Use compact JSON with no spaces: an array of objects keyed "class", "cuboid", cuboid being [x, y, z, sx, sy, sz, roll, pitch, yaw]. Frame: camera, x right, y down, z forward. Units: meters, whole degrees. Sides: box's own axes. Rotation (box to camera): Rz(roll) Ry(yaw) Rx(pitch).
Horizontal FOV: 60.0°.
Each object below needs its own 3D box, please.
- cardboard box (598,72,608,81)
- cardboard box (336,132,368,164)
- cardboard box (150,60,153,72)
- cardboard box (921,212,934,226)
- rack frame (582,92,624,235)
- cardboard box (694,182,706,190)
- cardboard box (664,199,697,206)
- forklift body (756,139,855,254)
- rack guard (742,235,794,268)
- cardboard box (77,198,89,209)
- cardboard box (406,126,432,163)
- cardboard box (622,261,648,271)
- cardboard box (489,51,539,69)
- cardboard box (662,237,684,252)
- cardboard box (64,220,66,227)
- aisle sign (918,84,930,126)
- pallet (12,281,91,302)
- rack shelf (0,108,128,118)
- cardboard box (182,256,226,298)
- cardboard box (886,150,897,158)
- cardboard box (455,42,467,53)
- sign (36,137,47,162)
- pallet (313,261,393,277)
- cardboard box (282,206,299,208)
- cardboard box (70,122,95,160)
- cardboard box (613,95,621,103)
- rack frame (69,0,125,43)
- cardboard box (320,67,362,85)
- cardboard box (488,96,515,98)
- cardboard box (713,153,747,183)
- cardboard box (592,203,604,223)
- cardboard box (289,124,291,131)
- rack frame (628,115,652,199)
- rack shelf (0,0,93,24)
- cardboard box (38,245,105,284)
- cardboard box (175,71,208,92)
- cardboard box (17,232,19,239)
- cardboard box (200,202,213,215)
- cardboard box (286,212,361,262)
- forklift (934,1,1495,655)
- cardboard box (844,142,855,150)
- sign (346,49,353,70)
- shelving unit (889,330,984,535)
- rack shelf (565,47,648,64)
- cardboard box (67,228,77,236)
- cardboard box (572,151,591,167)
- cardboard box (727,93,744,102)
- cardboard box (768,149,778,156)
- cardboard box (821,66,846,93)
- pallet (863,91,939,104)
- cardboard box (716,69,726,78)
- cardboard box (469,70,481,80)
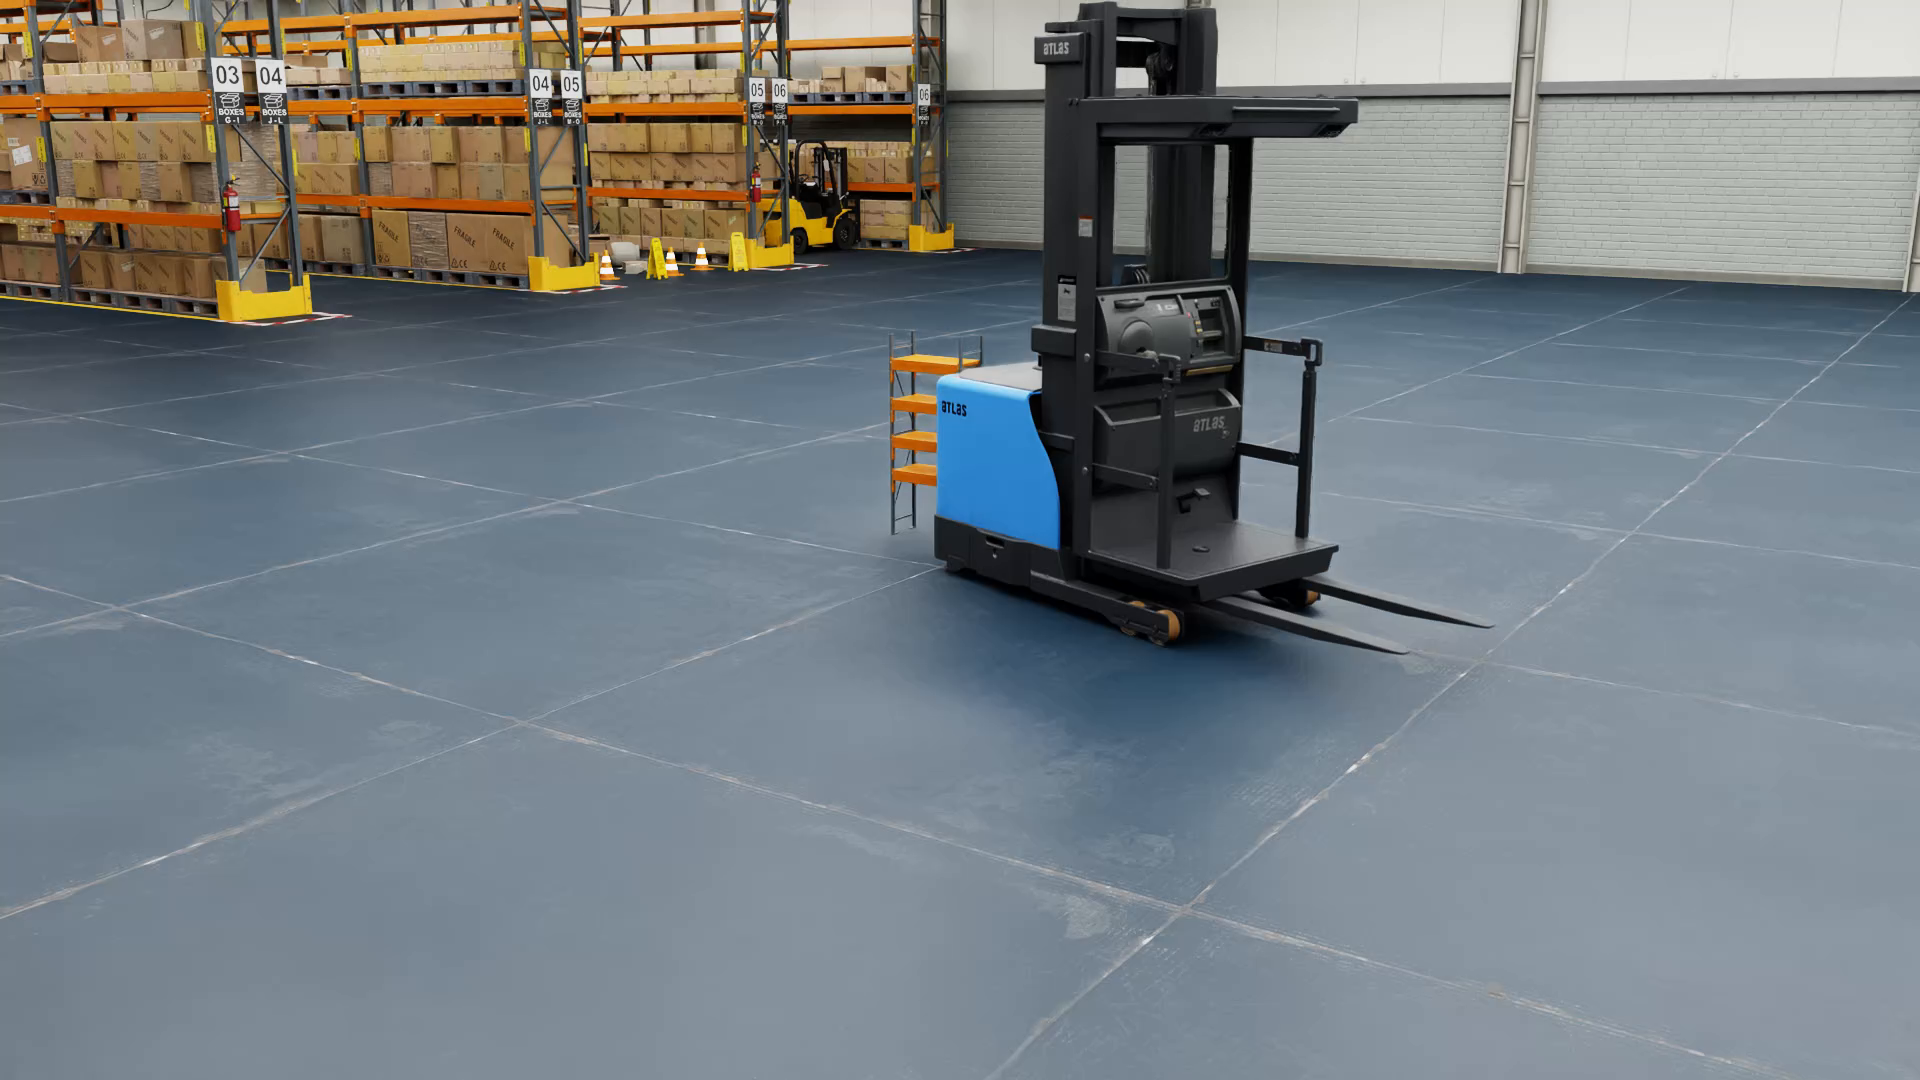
[{"class":"cardboard box","cuboid":[-6.365,-8.427,30.245,0.250,0.149,0.380,10,17,34]},{"class":"cardboard box","cuboid":[-9.770,-6.441,27.312,0.500,0.500,0.700,9,16,32]},{"class":"cardboard box","cuboid":[-10.088,-6.042,21.228,0.250,0.149,0.380,9,17,33]},{"class":"cardboard box","cuboid":[-0.864,-6.512,33.697,0.500,0.250,0.500,10,17,34]},{"class":"rack frame","cuboid":[-6.676,-6.842,31.222,0.127,3.000,1.000,9,17,33]},{"class":"cardboard box","cuboid":[-4.490,-6.271,29.434,0.250,0.149,0.380,10,17,34]},{"class":"cardboard box","cuboid":[-6.171,-7.248,36.927,0.625,0.625,0.875,10,17,35]},{"class":"forklift body","cuboid":[-3.181,-6.775,32.715,1.214,2.155,2.313,9,17,33]},{"class":"rack guard","cuboid":[-3.420,-5.103,29.396,0.348,0.500,1.175,9,17,33]},{"class":"cardboard box","cuboid":[-11.773,-4.592,22.652,0.250,0.149,0.380,9,17,33]},{"class":"cardboard box","cuboid":[-8.175,-6.232,26.197,0.550,0.550,0.875,9,17,33]},{"class":"cardboard box","cuboid":[-5.571,-4.695,28.480,0.380,0.149,0.250,-7,15,-25]},{"class":"cardboard box","cuboid":[-6.598,-7.095,24.612,0.500,0.250,0.500,9,17,34]},{"class":"cardboard box","cuboid":[-5.040,-5.370,30.122,0.500,0.250,0.500,8,16,31]},{"class":"cardboard box","cuboid":[-17.326,-6.146,32.229,0.250,0.149,0.380,8,16,30]},{"class":"aisle sign","cuboid":[-0.699,-8.491,32.470,0.004,0.787,0.394,9,17,33]},{"class":"pallet","cuboid":[-12.854,-3.617,23.995,1.213,0.211,1.003,9,17,33]},{"class":"rack shelf","cuboid":[-17.652,-8.290,32.323,4.000,0.370,1.077,9,17,33]},{"class":"cardboard box","cuboid":[-9.912,-3.481,21.971,0.500,0.500,0.500,-12,18,-39]},{"class":"cardboard box","cuboid":[-1.262,-7.679,33.041,0.250,0.149,0.380,9,17,34]},{"class":"cardboard box","cuboid":[-7.346,-7.393,24.984,0.250,0.149,0.380,9,17,33]},{"class":"sign","cuboid":[-12.514,-5.317,22.651,0.005,0.325,0.100,9,17,33]},{"class":"pallet","cuboid":[-10.037,-4.577,27.872,1.213,0.211,1.003,9,17,33]},{"class":"cardboard box","cuboid":[-15.266,-7.222,37.214,0.875,0.438,0.875,10,17,34]},{"class":"cardboard box","cuboid":[-11.559,-5.367,22.353,0.500,0.500,0.500,9,17,33]},{"class":"cardboard box","cuboid":[-6.101,-8.028,30.293,0.250,0.149,0.380,9,17,33]},{"class":"rack frame","cuboid":[-15.993,-9.827,30.793,0.127,3.000,1.000,9,17,33]},{"class":"cardboard box","cuboid":[-10.030,-7.540,27.029,0.500,0.250,0.500,9,17,33]},{"class":"cardboard box","cuboid":[-8.713,-8.686,32.212,0.637,0.503,0.797,9,17,33]},{"class":"cardboard box","cuboid":[-3.961,-6.517,29.079,0.500,0.500,0.500,9,16,32]},{"class":"cardboard box","cuboid":[-8.108,-7.443,37.974,0.500,0.500,0.500,9,16,32]},{"class":"cardboard box","cuboid":[-14.327,-8.865,35.752,0.250,0.149,0.380,9,17,32]},{"class":"rack frame","cuboid":[-7.228,-8.369,37.389,0.127,3.000,1.000,9,17,33]},{"class":"rack shelf","cuboid":[-13.866,-7.503,23.737,4.000,0.370,1.077,9,17,33]},{"class":"cardboard box","cuboid":[-12.704,-3.953,23.837,0.500,0.500,0.700,8,16,29]},{"class":"cardboard box","cuboid":[-9.429,-5.727,20.787,0.500,0.250,0.500,10,17,34]},{"class":"cardboard box","cuboid":[-18.583,-6.086,33.226,0.250,0.149,0.380,9,17,33]},{"class":"cardboard box","cuboid":[-9.446,-4.239,21.227,0.250,0.149,0.380,9,17,33]},{"class":"cardboard box","cuboid":[-10.718,-5.149,28.189,0.750,0.750,1.050,9,17,33]},{"class":"forklift","cuboid":[1.171,-1.064,8.022,1.130,2.935,3.031,-11,18,-37]},{"class":"cardboard box","cuboid":[-2.120,-7.961,33.564,0.250,0.149,0.380,10,17,34]},{"class":"sign","cuboid":[-9.649,-7.592,26.277,0.005,0.325,0.100,9,17,33]},{"class":"shelving unit","cuboid":[-0.137,-0.605,9.769,0.503,1.200,0.258,9,17,33]},{"class":"rack shelf","cuboid":[-8.887,-11.006,37.886,4.000,0.370,1.077,9,17,33]},{"class":"cardboard box","cuboid":[-16.895,-5.924,31.952,0.250,0.149,0.380,9,16,31]},{"class":"cardboard box","cuboid":[-7.187,-7.255,31.189,0.500,0.500,0.500,9,16,32]},{"class":"cardboard box","cuboid":[-3.809,-7.632,28.692,0.250,0.149,0.380,9,17,33]},{"class":"cardboard box","cuboid":[-3.791,-8.101,34.747,0.250,0.149,0.380,9,16,32]},{"class":"cardboard box","cuboid":[-2.351,-9.309,33.646,0.637,0.503,0.797,10,17,35]},{"class":"pallet","cuboid":[-1.162,-8.809,33.109,1.213,0.211,1.003,9,17,33]},{"class":"cardboard box","cuboid":[-3.995,-8.056,28.745,0.250,0.149,0.380,10,17,34]},{"class":"cardboard box","cuboid":[-7.132,-6.971,24.940,0.250,0.149,0.380,9,17,33]}]
